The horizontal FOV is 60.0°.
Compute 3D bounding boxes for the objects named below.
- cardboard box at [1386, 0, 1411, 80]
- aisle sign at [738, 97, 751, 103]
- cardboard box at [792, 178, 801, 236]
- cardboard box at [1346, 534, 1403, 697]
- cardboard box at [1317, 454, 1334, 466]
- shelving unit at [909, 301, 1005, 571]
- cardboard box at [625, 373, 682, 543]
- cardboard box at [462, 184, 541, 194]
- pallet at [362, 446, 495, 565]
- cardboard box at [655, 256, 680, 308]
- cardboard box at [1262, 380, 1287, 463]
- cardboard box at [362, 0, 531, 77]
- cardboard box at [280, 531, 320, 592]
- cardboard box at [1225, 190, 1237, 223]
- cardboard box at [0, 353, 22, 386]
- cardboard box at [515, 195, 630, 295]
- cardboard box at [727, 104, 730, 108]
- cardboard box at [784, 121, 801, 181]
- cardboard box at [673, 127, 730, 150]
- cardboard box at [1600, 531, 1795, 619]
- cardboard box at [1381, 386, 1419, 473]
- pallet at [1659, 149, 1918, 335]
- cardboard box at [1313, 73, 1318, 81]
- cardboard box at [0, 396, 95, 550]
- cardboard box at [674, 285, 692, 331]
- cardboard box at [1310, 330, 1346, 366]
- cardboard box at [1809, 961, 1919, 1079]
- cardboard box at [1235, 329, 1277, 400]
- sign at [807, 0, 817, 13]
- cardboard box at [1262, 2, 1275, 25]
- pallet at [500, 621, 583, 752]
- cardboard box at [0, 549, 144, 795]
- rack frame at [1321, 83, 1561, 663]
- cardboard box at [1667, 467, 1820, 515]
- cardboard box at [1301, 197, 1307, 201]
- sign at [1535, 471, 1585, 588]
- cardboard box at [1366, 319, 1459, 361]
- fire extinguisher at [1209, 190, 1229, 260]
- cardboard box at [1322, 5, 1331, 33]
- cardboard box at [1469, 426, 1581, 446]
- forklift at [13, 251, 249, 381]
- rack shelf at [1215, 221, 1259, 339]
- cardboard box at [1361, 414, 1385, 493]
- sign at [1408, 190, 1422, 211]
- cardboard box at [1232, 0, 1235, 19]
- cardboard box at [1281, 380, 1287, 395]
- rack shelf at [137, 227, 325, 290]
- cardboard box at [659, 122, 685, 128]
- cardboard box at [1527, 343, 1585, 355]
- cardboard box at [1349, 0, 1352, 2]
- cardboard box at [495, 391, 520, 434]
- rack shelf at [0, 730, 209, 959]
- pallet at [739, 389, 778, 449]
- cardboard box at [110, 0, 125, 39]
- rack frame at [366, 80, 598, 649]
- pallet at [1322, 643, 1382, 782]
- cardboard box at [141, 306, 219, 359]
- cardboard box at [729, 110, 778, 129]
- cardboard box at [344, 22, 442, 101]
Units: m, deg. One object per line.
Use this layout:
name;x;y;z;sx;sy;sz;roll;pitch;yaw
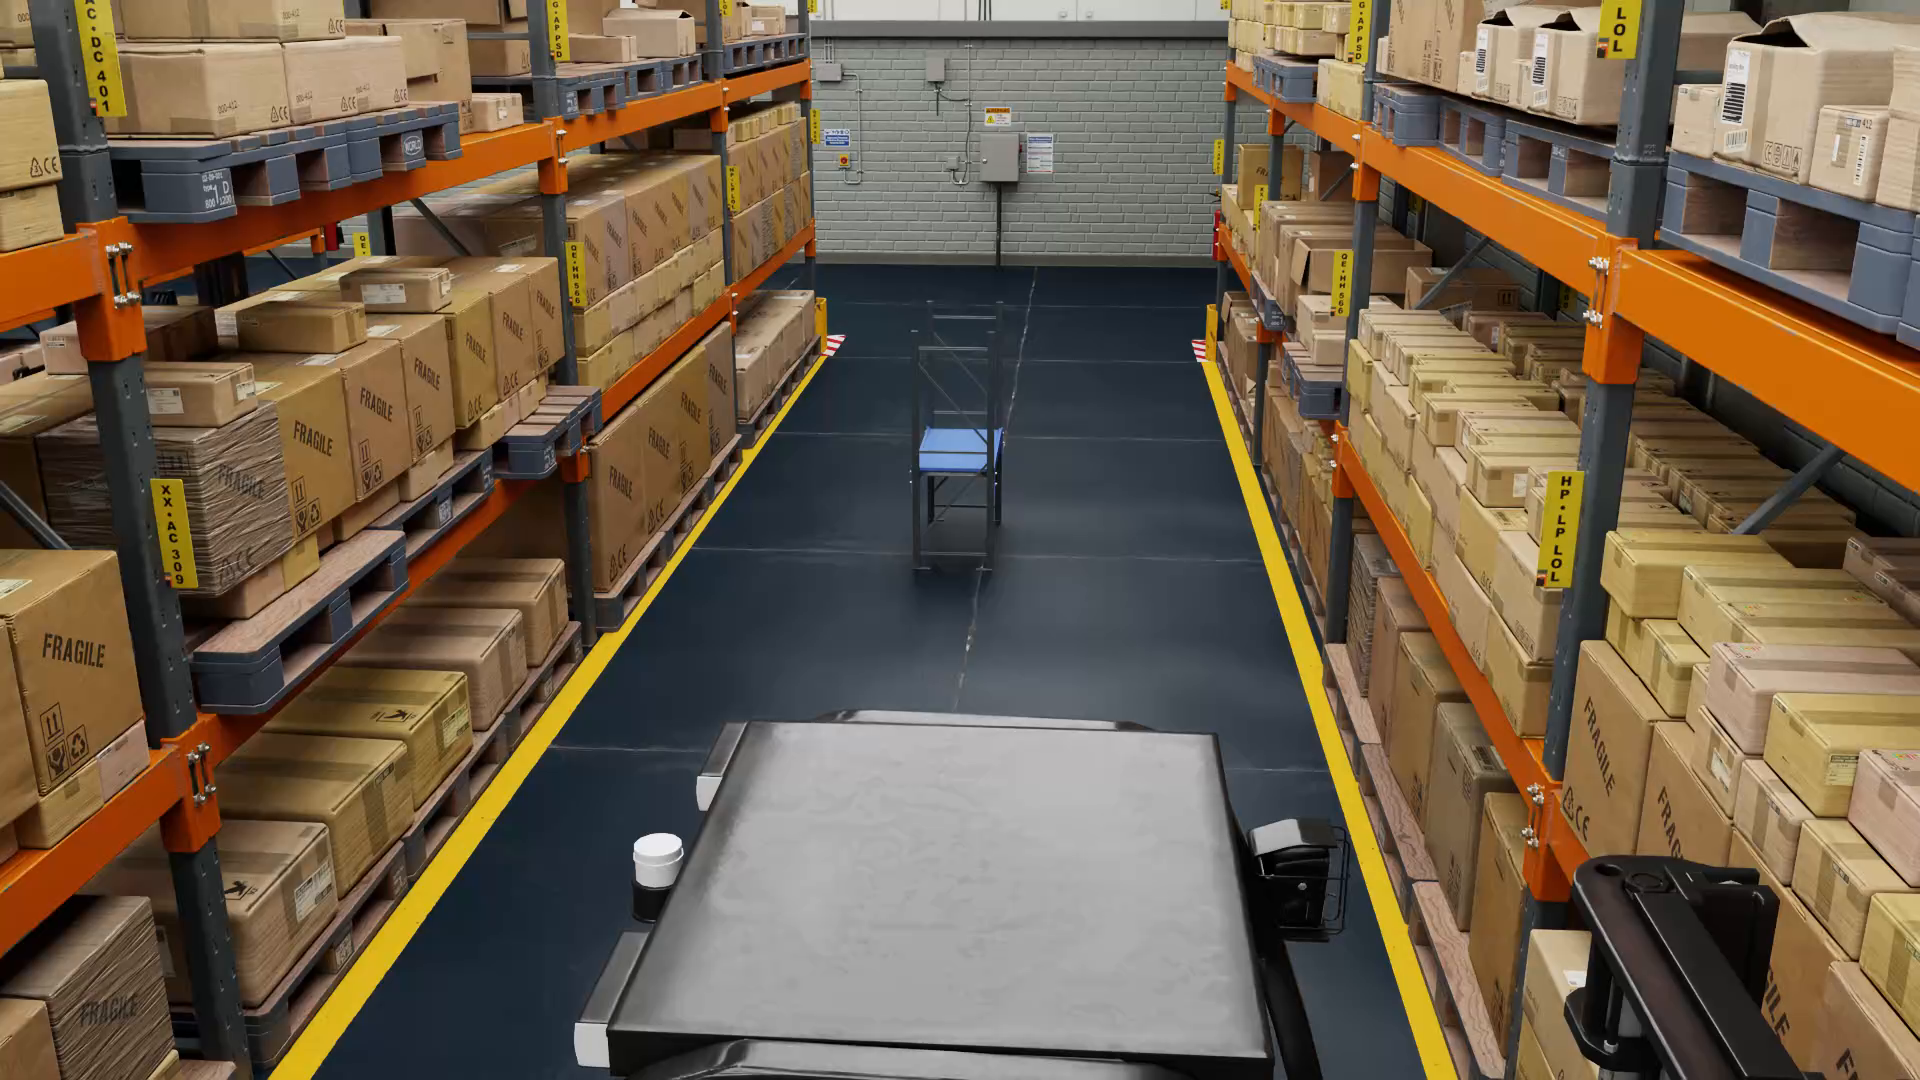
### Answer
cardboard box;2.145;-2.249;7.156;0.500;0.500;0.500;1;18;4
aisle sign;-2.222;-4.607;15.990;0.394;0.787;0.004;1;18;4
cardboard box;-1.759;-3.079;15.341;0.500;0.500;0.500;1;18;3
cardboard box;2.381;0.374;8.103;0.875;0.625;0.625;2;18;6
cardboard box;2.274;-0.393;9.605;0.380;0.149;0.250;1;18;2
shelving unit;-0.006;-0.686;10.609;0.538;1.500;1.048;1;18;4
cardboard box;-2.311;-0.537;10.484;0.875;0.875;0.875;2;18;5
cardboard box;-2.664;-1.861;10.018;0.500;0.500;0.500;1;18;4
pallet;-2.612;-0.151;6.875;1.003;0.211;1.213;1;18;4
cardboard box;-2.093;-1.648;10.574;0.500;0.250;0.500;2;18;5
cardboard box;2.467;-0.857;12.061;0.500;0.500;0.500;2;18;6
cardboard box;-2.635;-2.652;8.543;0.797;0.503;0.637;0;18;1
cardboard box;-2.417;0.062;5.645;0.380;0.149;0.250;2;18;5
cardboard box;2.676;-3.011;15.059;0.500;0.250;0.500;1;18;5
cardboard box;-7.020;-1.151;11.754;0.500;0.250;0.500;2;18;7
cardboard box;-2.206;-1.683;9.474;0.500;0.500;0.500;1;18;4
cardboard box;-2.320;-3.908;15.225;0.380;0.149;0.250;2;18;6
cardboard box;-1.743;-3.547;15.165;0.500;0.500;0.500;1;18;4
cardboard box;-1.943;-3.023;12.525;0.380;0.149;0.250;1;18;3
cardboard box;1.834;0.089;4.153;0.380;0.149;0.250;2;18;5
cardboard box;2.072;-0.465;6.961;0.500;0.250;0.500;1;18;3
pallet;2.118;-0.624;3.334;1.003;0.211;1.213;1;18;4
cardboard box;2.458;-3.415;12.114;0.380;0.149;0.250;1;18;4
cardboard box;-2.994;-0.153;5.259;0.500;0.500;0.500;1;18;3
cardboard box;-2.098;-1.570;11.137;0.500;0.250;0.500;1;18;2
cardboard box;2.104;-1.041;9.012;0.380;0.149;0.250;2;18;5
cardboard box;1.748;1.054;2.729;0.500;0.500;0.500;1;18;4
cardboard box;2.700;-1.470;13.931;0.700;0.500;0.500;1;18;2
sign;-1.398;-5.135;15.664;0.100;0.325;0.005;1;18;4
cardboard box;2.268;-3.602;11.372;0.380;0.149;0.250;2;18;6
pallet;-2.569;0.710;8.418;1.003;0.211;1.213;1;18;4
cardboard box;-2.582;0.339;4.432;0.500;0.500;0.500;1;18;3
rack frame;2.440;-0.748;8.389;1.000;3.000;0.127;1;18;4
cardboard box;2.483;-0.126;5.287;0.380;0.149;0.250;1;18;4
cardboard box;3.167;-2.840;14.537;0.500;0.250;0.500;2;18;6
sign;1.611;-0.028;4.458;0.100;0.325;0.005;1;18;4
cardboard box;2.105;-0.929;7.738;0.380;0.149;0.250;2;18;5
fire extinguisher;2.563;-3.075;16.213;0.296;0.674;0.183;1;18;4
cardboard box;2.262;-2.950;9.413;0.380;0.149;0.250;1;18;4
cardboard box;1.995;-0.293;5.797;0.380;0.149;0.250;1;18;3
forklift;-4.889;-1.155;9.741;1.130;2.935;3.031;2;18;5
rack shelf;2.870;-2.270;14.188;1.077;0.370;4.000;1;18;4
cardboard box;2.123;-0.389;7.532;0.500;0.250;0.500;1;18;3
sign;3.280;-2.529;11.966;0.100;0.325;0.005;1;18;4
cardboard box;2.731;-4.834;15.001;0.500;0.250;0.500;1;18;3
cardboard box;2.493;-1.117;11.814;0.380;0.149;0.250;1;18;2
rack shelf;-7.026;-2.459;14.764;1.077;0.370;4.000;1;18;4
cardboard box;-2.365;-3.191;13.035;0.380;0.149;0.250;1;18;4
cardboard box;2.684;-0.758;7.216;0.380;0.149;0.250;1;18;3
cardboard box;2.787;-3.702;11.013;0.396;0.266;0.258;1;18;4
cardboard box;-2.247;-0.589;7.632;0.380;0.149;0.250;0;18;1
rack shelf;-2.941;1.347;3.149;1.077;0.370;4.000;1;18;4
pallet;-2.092;-1.009;13.665;1.003;0.211;1.213;1;18;4
cardboard box;-2.832;-1.907;5.872;0.500;0.250;0.500;2;18;5
rack frame;-2.511;-0.858;8.724;1.000;3.000;0.127;1;18;4
pallet;2.342;0.832;8.046;1.003;0.211;1.213;1;18;4
cardboard box;-2.958;-0.761;6.073;0.380;0.149;0.250;1;18;2
cardboard box;-1.801;-3.660;14.467;0.380;0.149;0.250;2;18;5
cardboard box;-2.592;-1.858;6.793;0.797;0.503;0.637;1;18;4
